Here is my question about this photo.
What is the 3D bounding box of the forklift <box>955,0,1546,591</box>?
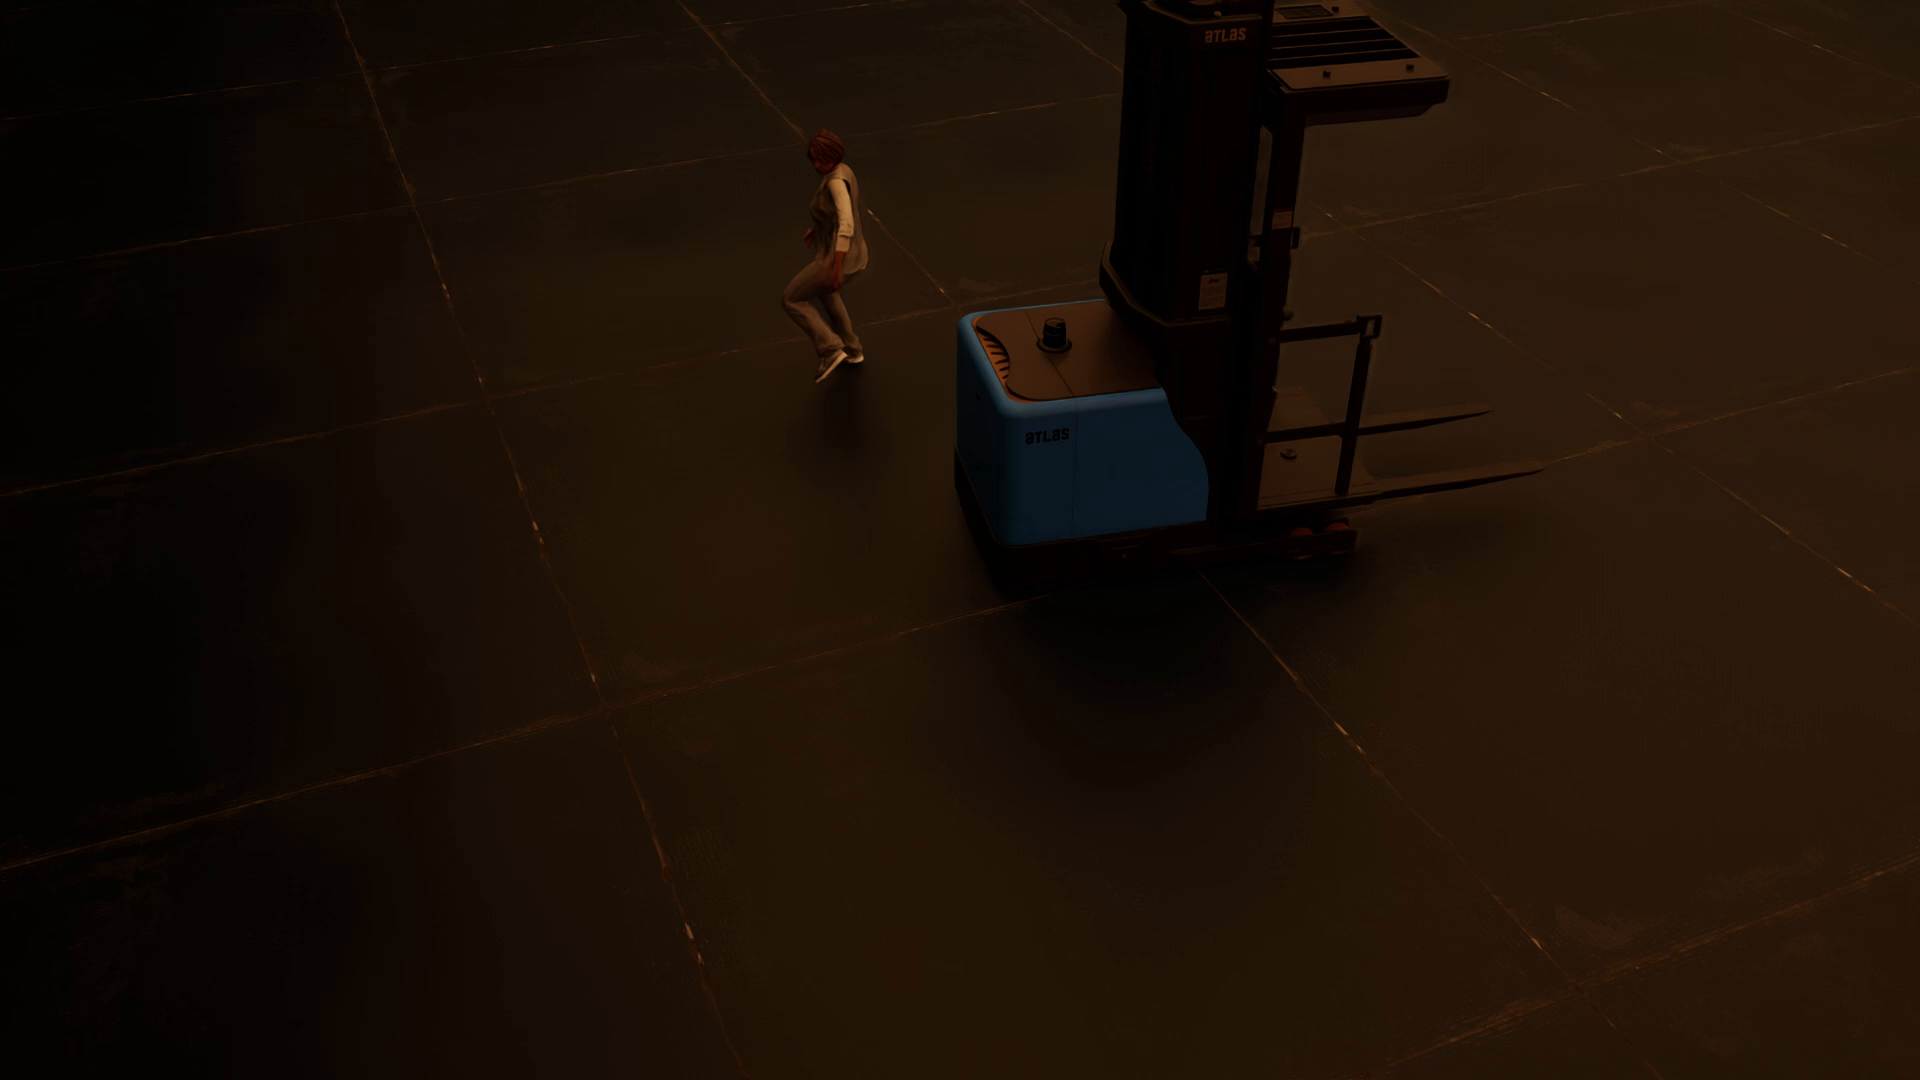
[{"bbox_3d":[1.544,-1.384,8.044,3.031,2.935,1.130,-8,36,-11],"label":"forklift"}]

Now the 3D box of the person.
[{"bbox_3d":[-0.766,-1.638,9.655,0.529,1.504,0.695,12,37,16],"label":"person"}]
